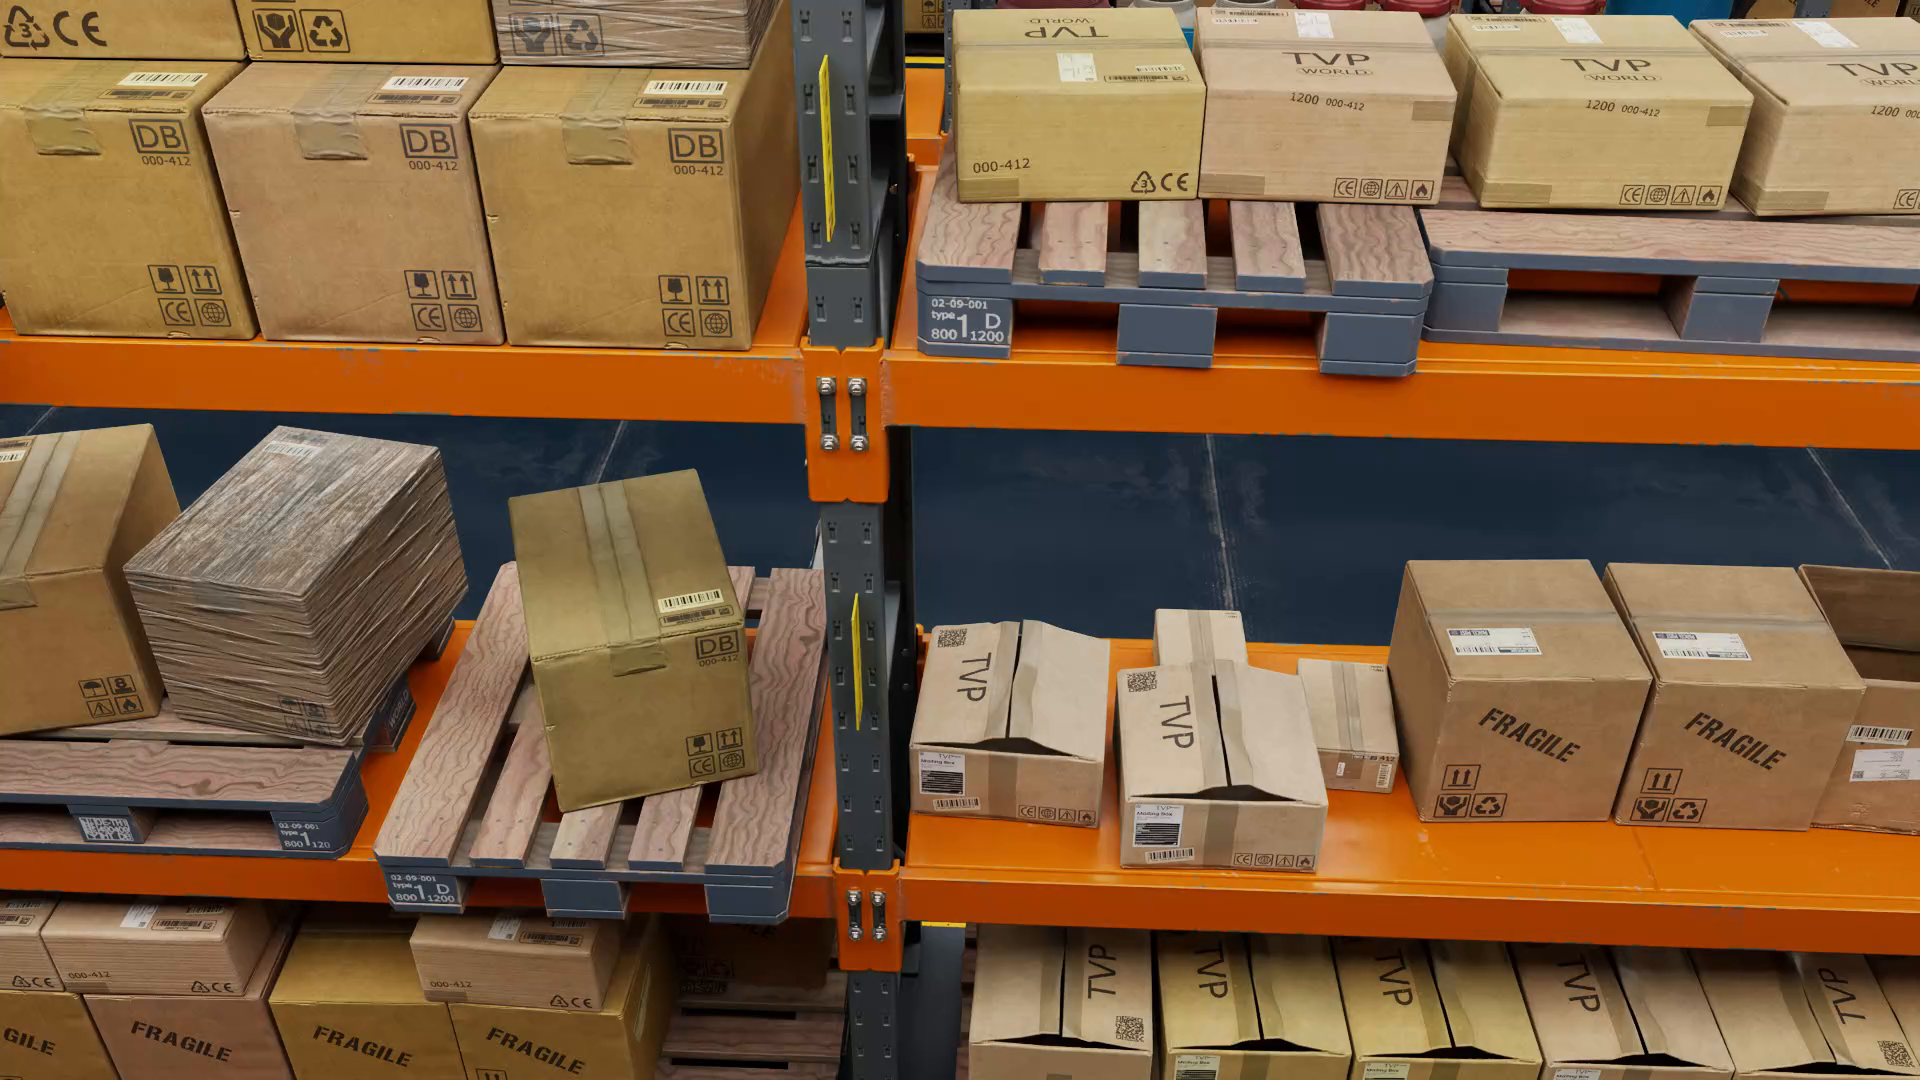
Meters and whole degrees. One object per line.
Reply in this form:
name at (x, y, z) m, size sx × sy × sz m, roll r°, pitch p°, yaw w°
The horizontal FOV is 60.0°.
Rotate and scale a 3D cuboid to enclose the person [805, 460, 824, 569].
person at (-0.414, 0.027, 6.122) m, size 0.433 × 1.773 × 0.649 m, roll -1°, pitch 35°, yaw -1°
